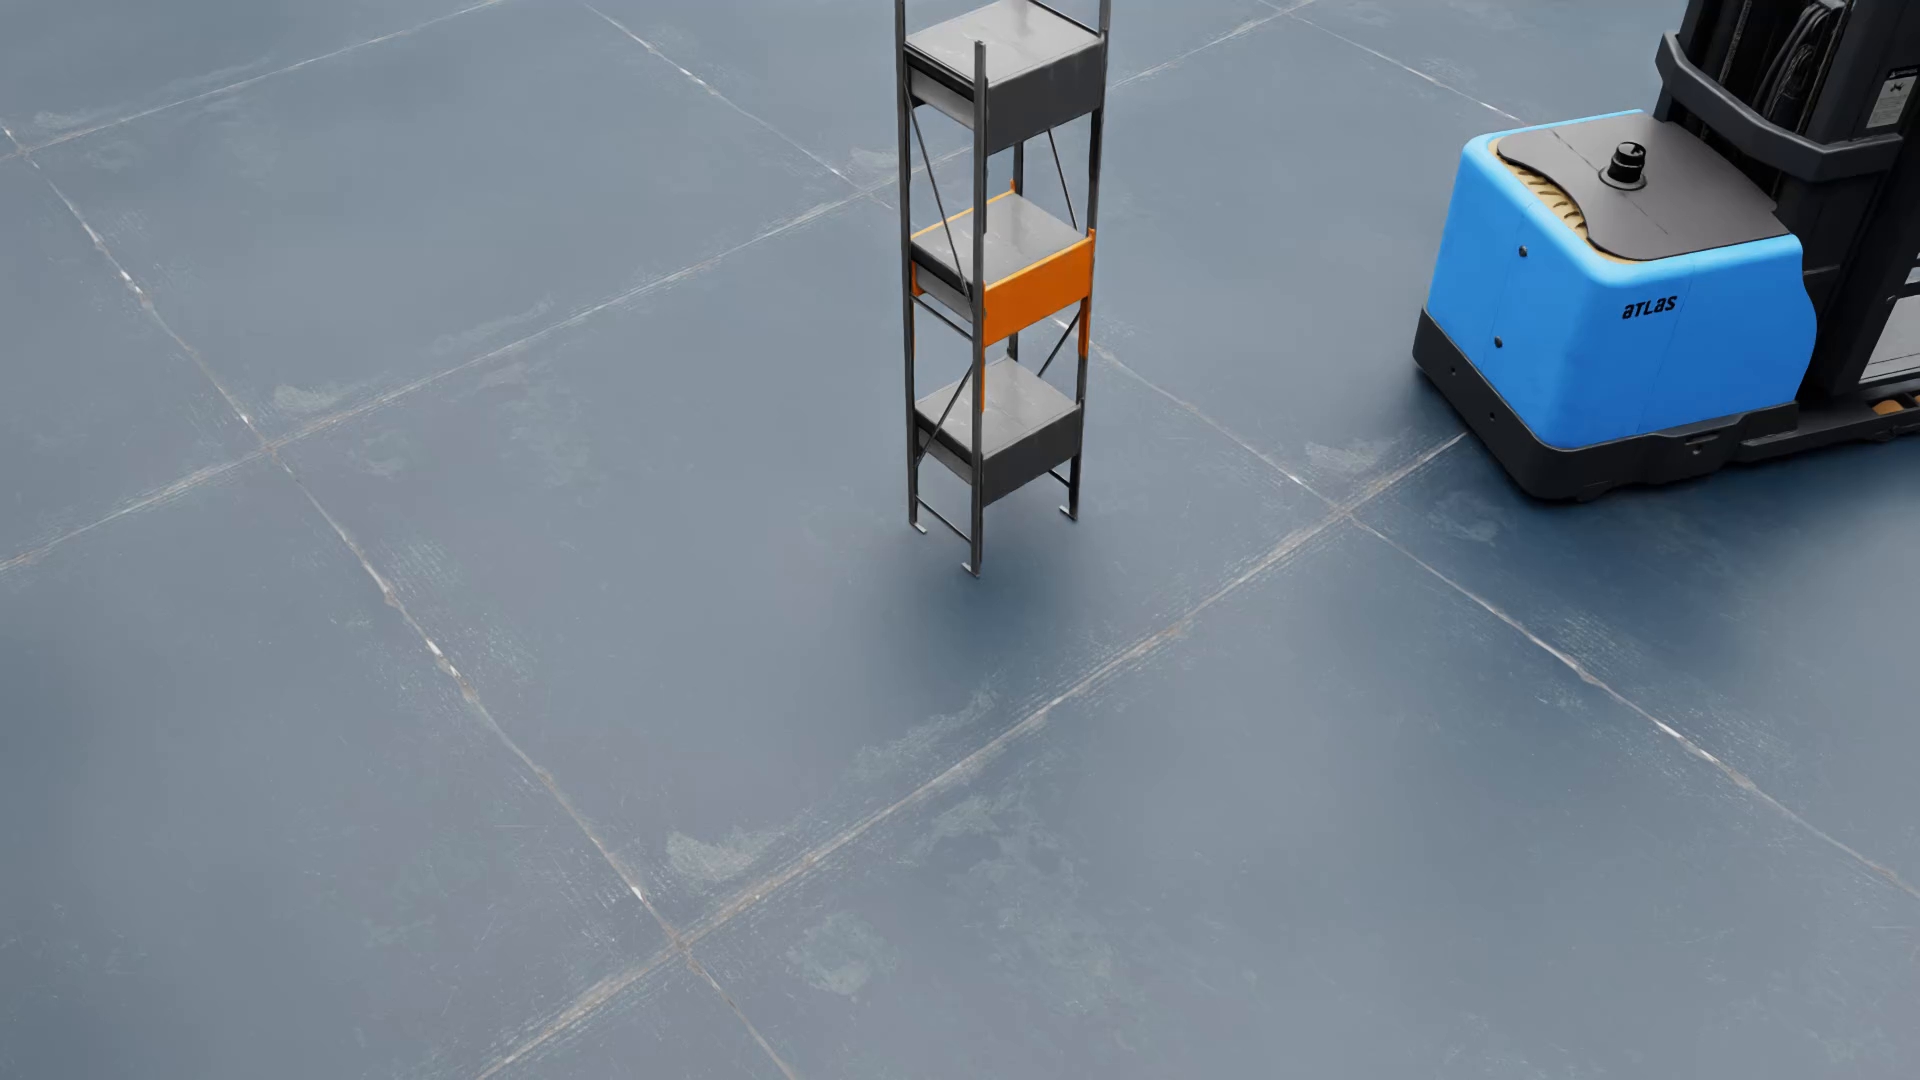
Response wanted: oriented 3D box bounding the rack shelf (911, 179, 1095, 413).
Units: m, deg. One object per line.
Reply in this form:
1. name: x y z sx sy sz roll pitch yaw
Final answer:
1. rack shelf: 0.127 -0.828 5.618 0.480 0.518 0.431 -30 51 -28

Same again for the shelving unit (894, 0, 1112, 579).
1. shelving unit: 0.127 -0.838 5.609 0.503 2.100 0.431 -30 51 -28

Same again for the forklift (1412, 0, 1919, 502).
1. forklift: 3.470 -1.798 6.024 3.031 2.935 1.130 -12 44 -12

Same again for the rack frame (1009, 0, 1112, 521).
1. rack frame: 0.314 -0.945 5.723 0.015 2.100 0.400 -30 51 -28

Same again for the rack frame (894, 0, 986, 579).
1. rack frame: -0.060 -0.731 5.494 0.015 2.100 0.400 -30 51 -28

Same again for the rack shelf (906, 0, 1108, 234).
1. rack shelf: 0.127 -1.338 5.139 0.480 0.518 0.431 -30 51 -28

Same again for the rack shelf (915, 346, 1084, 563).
1. rack shelf: 0.127 -0.318 6.097 0.480 0.518 0.431 -30 51 -28
